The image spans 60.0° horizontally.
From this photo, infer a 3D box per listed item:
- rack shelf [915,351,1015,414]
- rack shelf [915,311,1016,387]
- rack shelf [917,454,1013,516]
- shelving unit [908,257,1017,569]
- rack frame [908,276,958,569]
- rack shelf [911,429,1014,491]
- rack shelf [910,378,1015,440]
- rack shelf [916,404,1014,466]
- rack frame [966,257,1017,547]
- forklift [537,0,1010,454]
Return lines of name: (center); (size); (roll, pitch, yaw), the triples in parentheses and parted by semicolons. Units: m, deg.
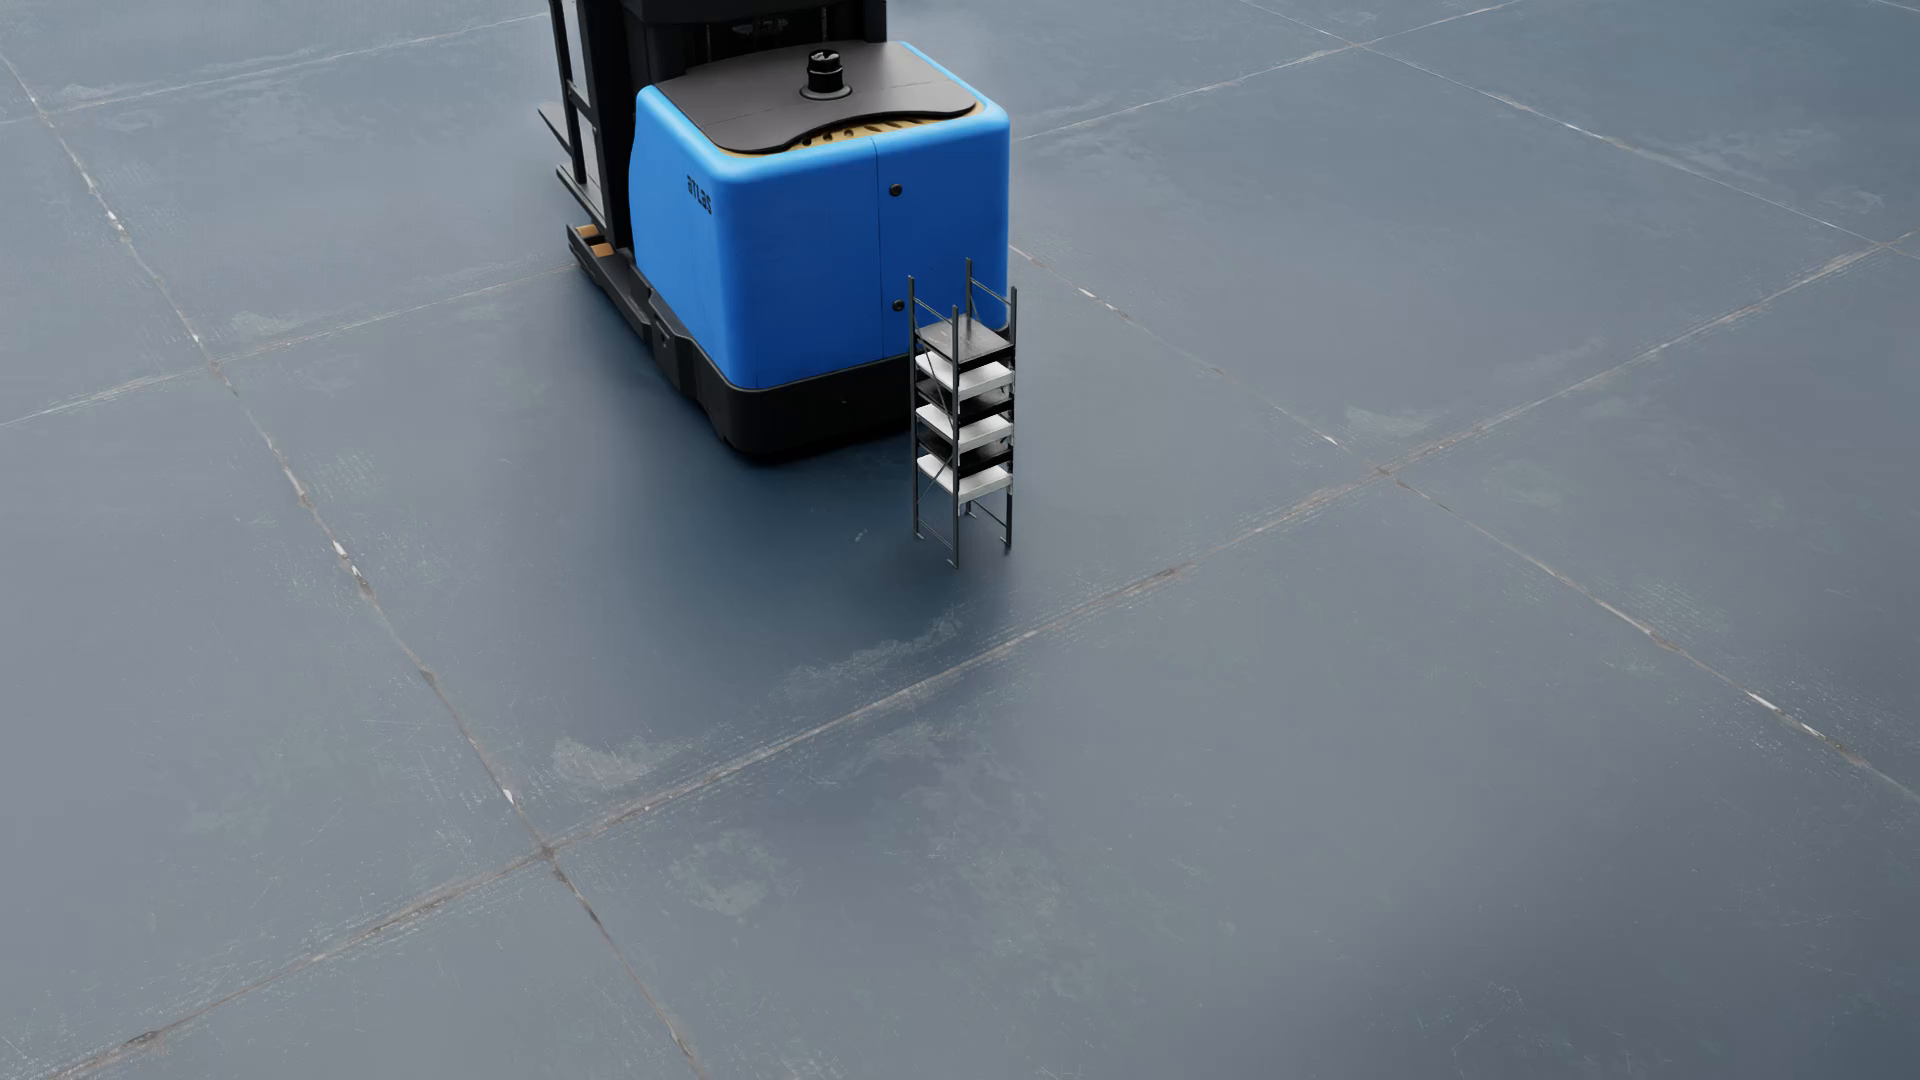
rack shelf: (0.007, -0.487, 4.905); (0.200, 0.077, 0.258); (-22, 41, -28)
rack shelf: (0.007, -0.560, 4.853); (0.200, 0.077, 0.258); (-22, 41, -28)
rack shelf: (0.007, -0.195, 5.116); (0.200, 0.077, 0.258); (-22, 41, -28)
shelving unit: (0.007, -0.368, 4.991); (0.210, 0.900, 0.258); (-22, 41, -28)
rack frame: (-0.076, -0.334, 4.943); (0.006, 0.900, 0.240); (-22, 41, -28)
rack shelf: (0.007, -0.268, 5.063); (0.200, 0.077, 0.258); (-22, 41, -28)
rack shelf: (0.007, -0.414, 4.958); (0.200, 0.077, 0.258); (-22, 41, -28)
rack shelf: (0.007, -0.341, 5.011); (0.200, 0.077, 0.258); (-22, 41, -28)
rack frame: (0.090, -0.402, 5.039); (0.006, 0.900, 0.240); (-22, 41, -28)
forklift: (-0.947, -2.321, 5.966); (1.130, 2.935, 3.031); (-17, 39, -22)
